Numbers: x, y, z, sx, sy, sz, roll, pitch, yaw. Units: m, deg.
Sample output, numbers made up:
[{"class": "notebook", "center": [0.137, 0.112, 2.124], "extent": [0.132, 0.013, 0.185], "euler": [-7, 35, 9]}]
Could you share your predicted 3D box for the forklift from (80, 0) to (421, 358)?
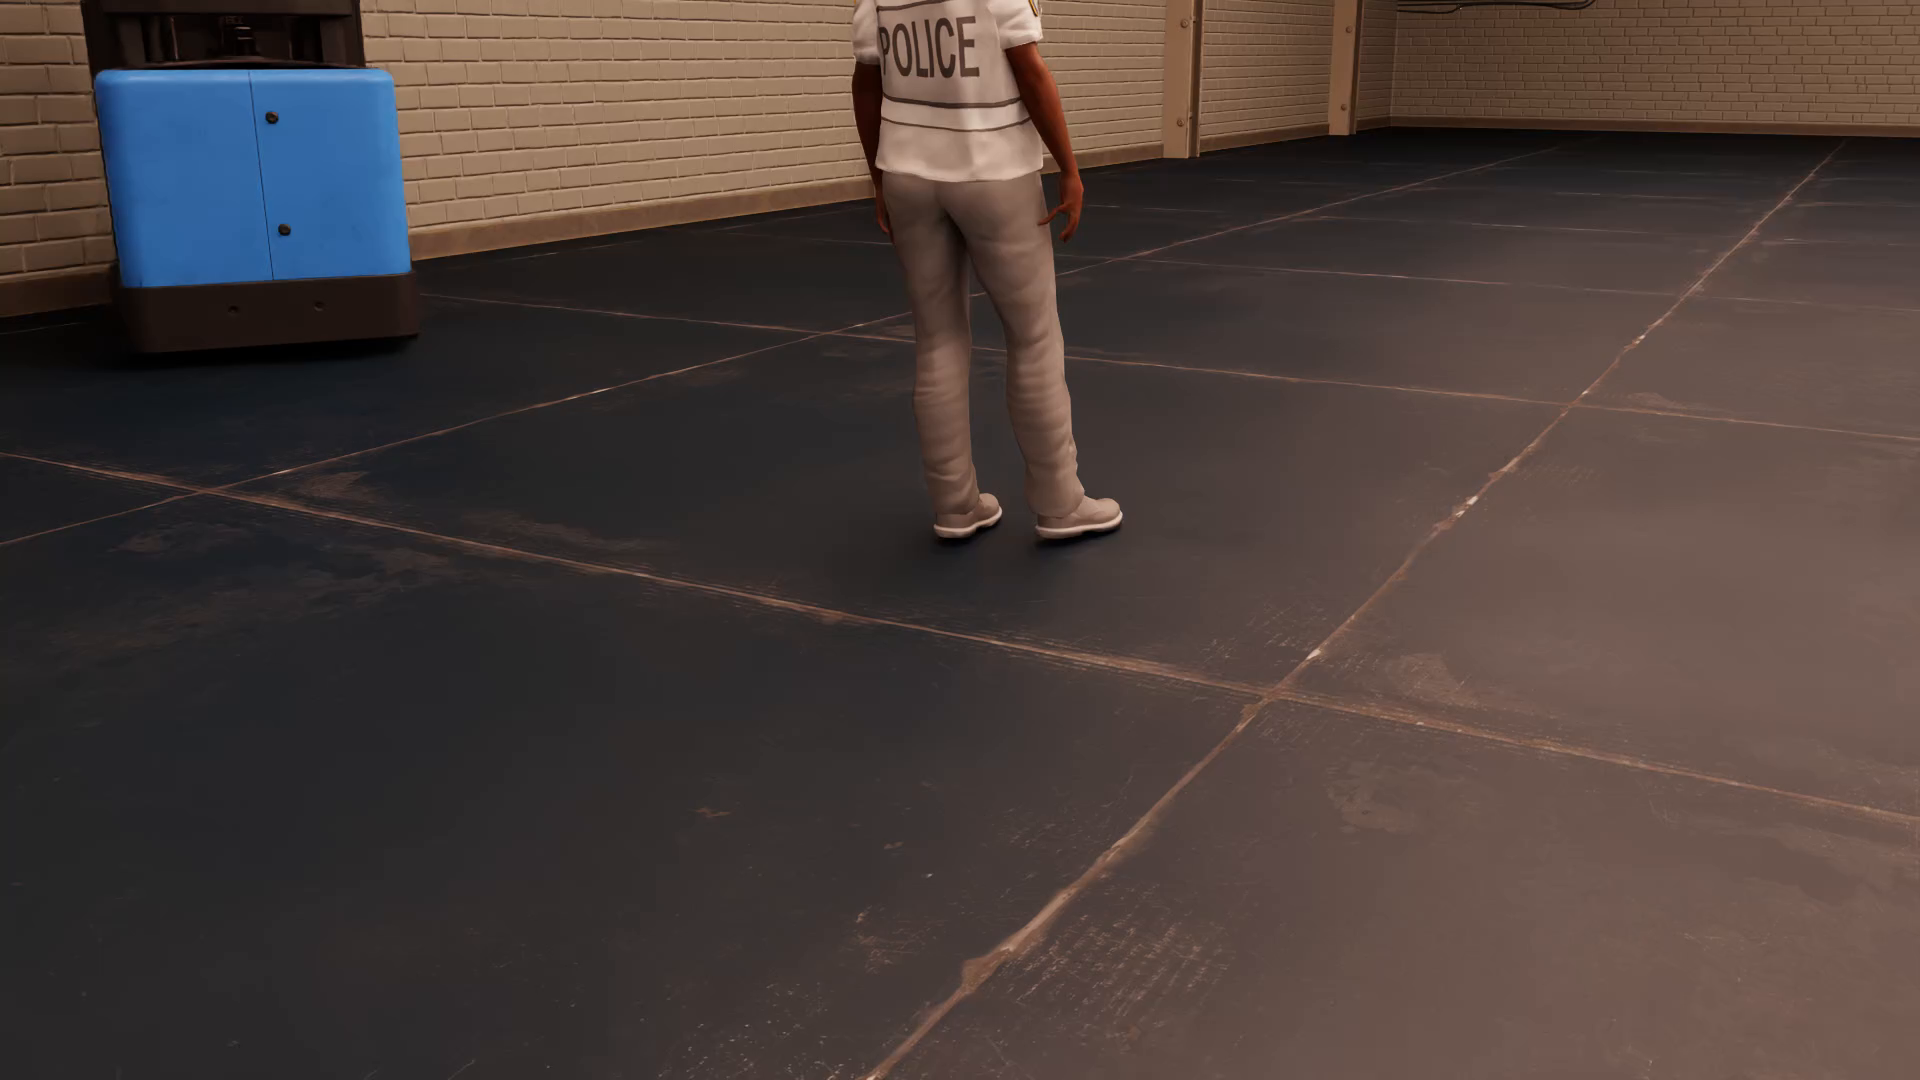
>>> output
[{"class": "forklift", "center": [-3.224, -2.463, 7.216], "extent": [1.130, 2.935, 3.031], "euler": [-8, 18, -24]}]

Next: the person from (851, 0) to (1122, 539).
[{"class": "person", "center": [0.054, -0.835, 3.852], "extent": [0.569, 1.694, 0.530], "euler": [9, 19, 28]}]
